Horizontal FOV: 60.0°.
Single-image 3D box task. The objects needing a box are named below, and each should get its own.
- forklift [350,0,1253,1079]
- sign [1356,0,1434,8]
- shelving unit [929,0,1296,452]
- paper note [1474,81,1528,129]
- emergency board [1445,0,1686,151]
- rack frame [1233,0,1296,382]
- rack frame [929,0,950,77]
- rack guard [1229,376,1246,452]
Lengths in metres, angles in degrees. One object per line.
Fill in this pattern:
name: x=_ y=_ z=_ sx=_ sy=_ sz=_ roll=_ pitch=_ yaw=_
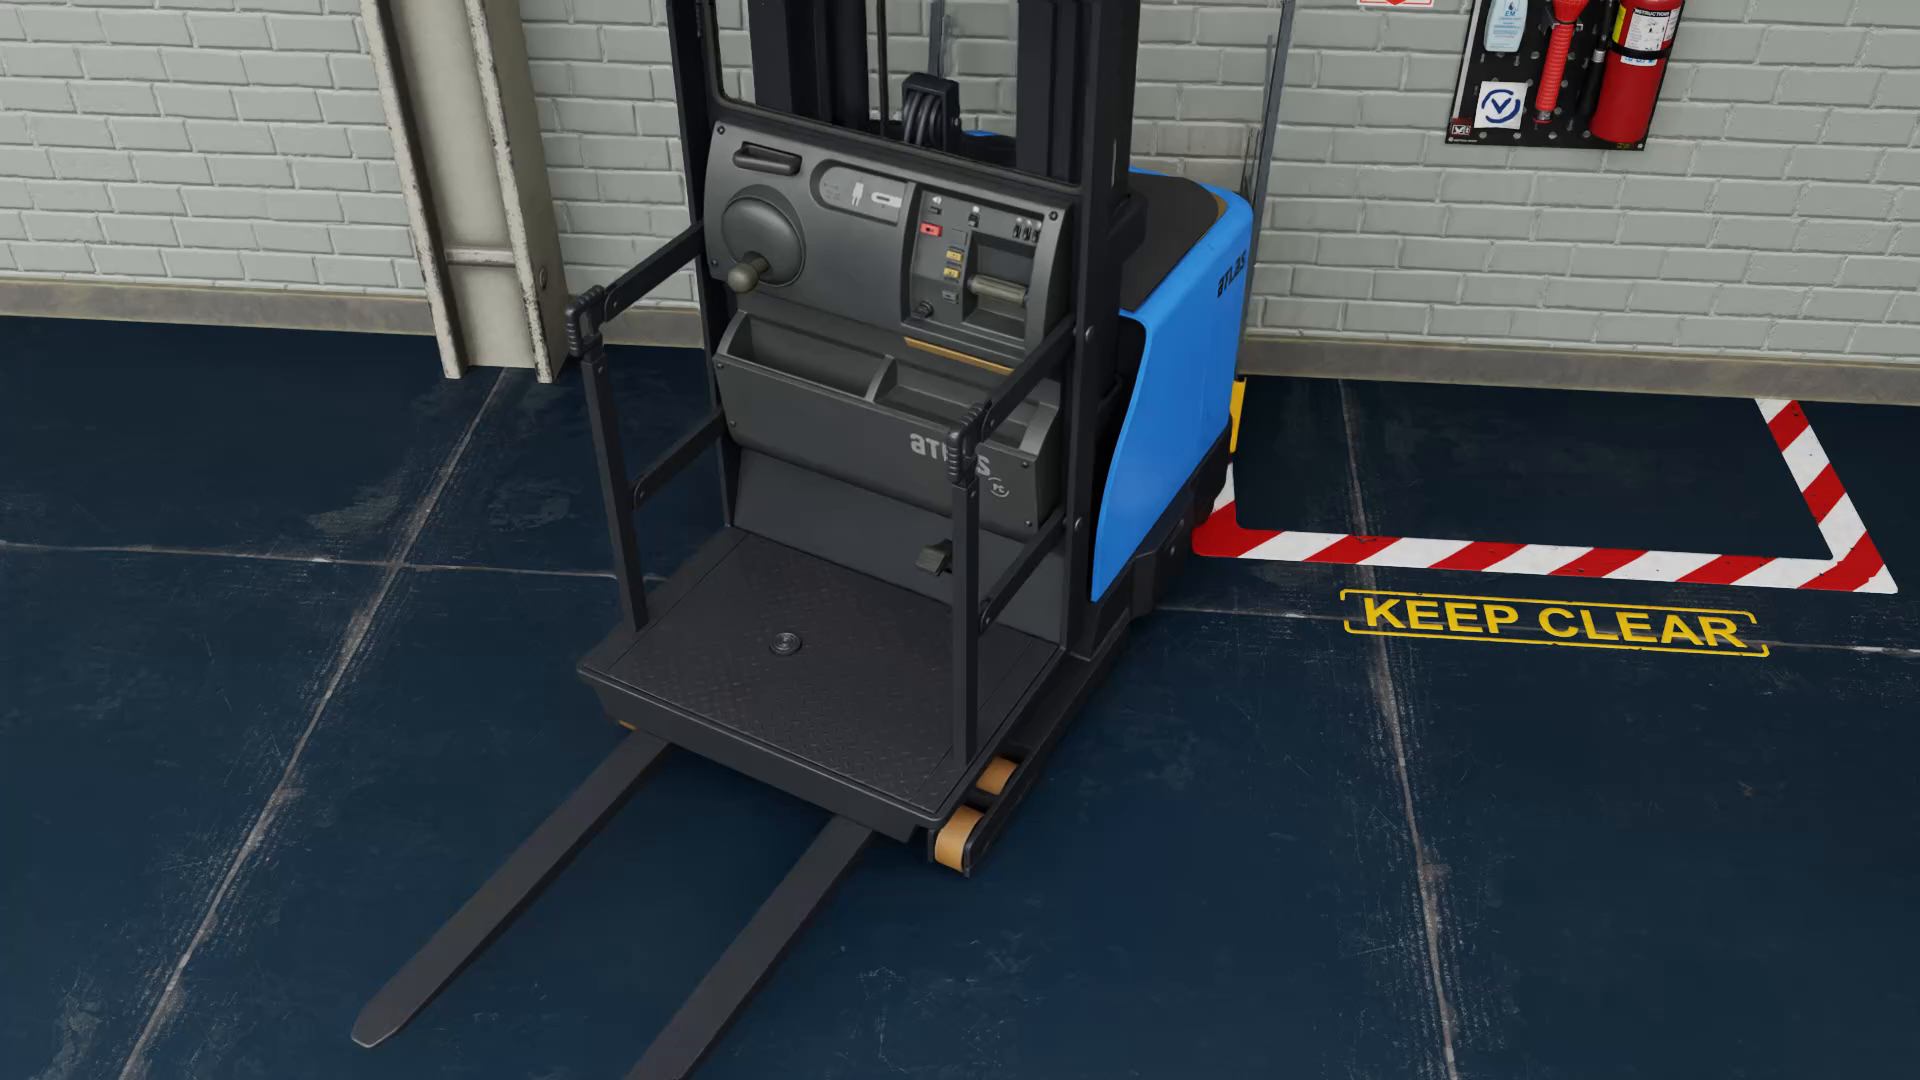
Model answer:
forklift: x=-0.294 y=-0.628 z=3.700 sx=1.130 sy=2.935 sz=3.031 roll=19 pitch=43 yaw=22
sign: x=1.340 y=-1.772 z=5.023 sx=0.234 sy=0.329 sz=0.001 roll=3 pitch=39 yaw=4
shelving unit: x=0.436 y=-1.130 z=5.356 sx=1.083 sy=1.500 sz=0.587 roll=5 pitch=30 yaw=3
paper note: x=1.711 y=-1.375 z=5.261 sx=0.142 sy=0.148 sz=0.016 roll=3 pitch=39 yaw=4
emergency board: x=1.882 y=-1.663 z=4.917 sx=0.643 sy=1.169 sz=0.194 roll=3 pitch=39 yaw=4
rack frame: x=0.932 y=-1.083 z=5.331 sx=0.032 sy=1.500 sz=0.500 roll=5 pitch=30 yaw=3
rack frame: x=-0.078 y=-1.178 z=5.382 sx=0.032 sy=1.500 sz=0.500 roll=5 pitch=30 yaw=3
rack guard: x=0.896 y=-0.543 z=5.644 sx=0.087 sy=0.250 sz=0.587 roll=5 pitch=30 yaw=3
